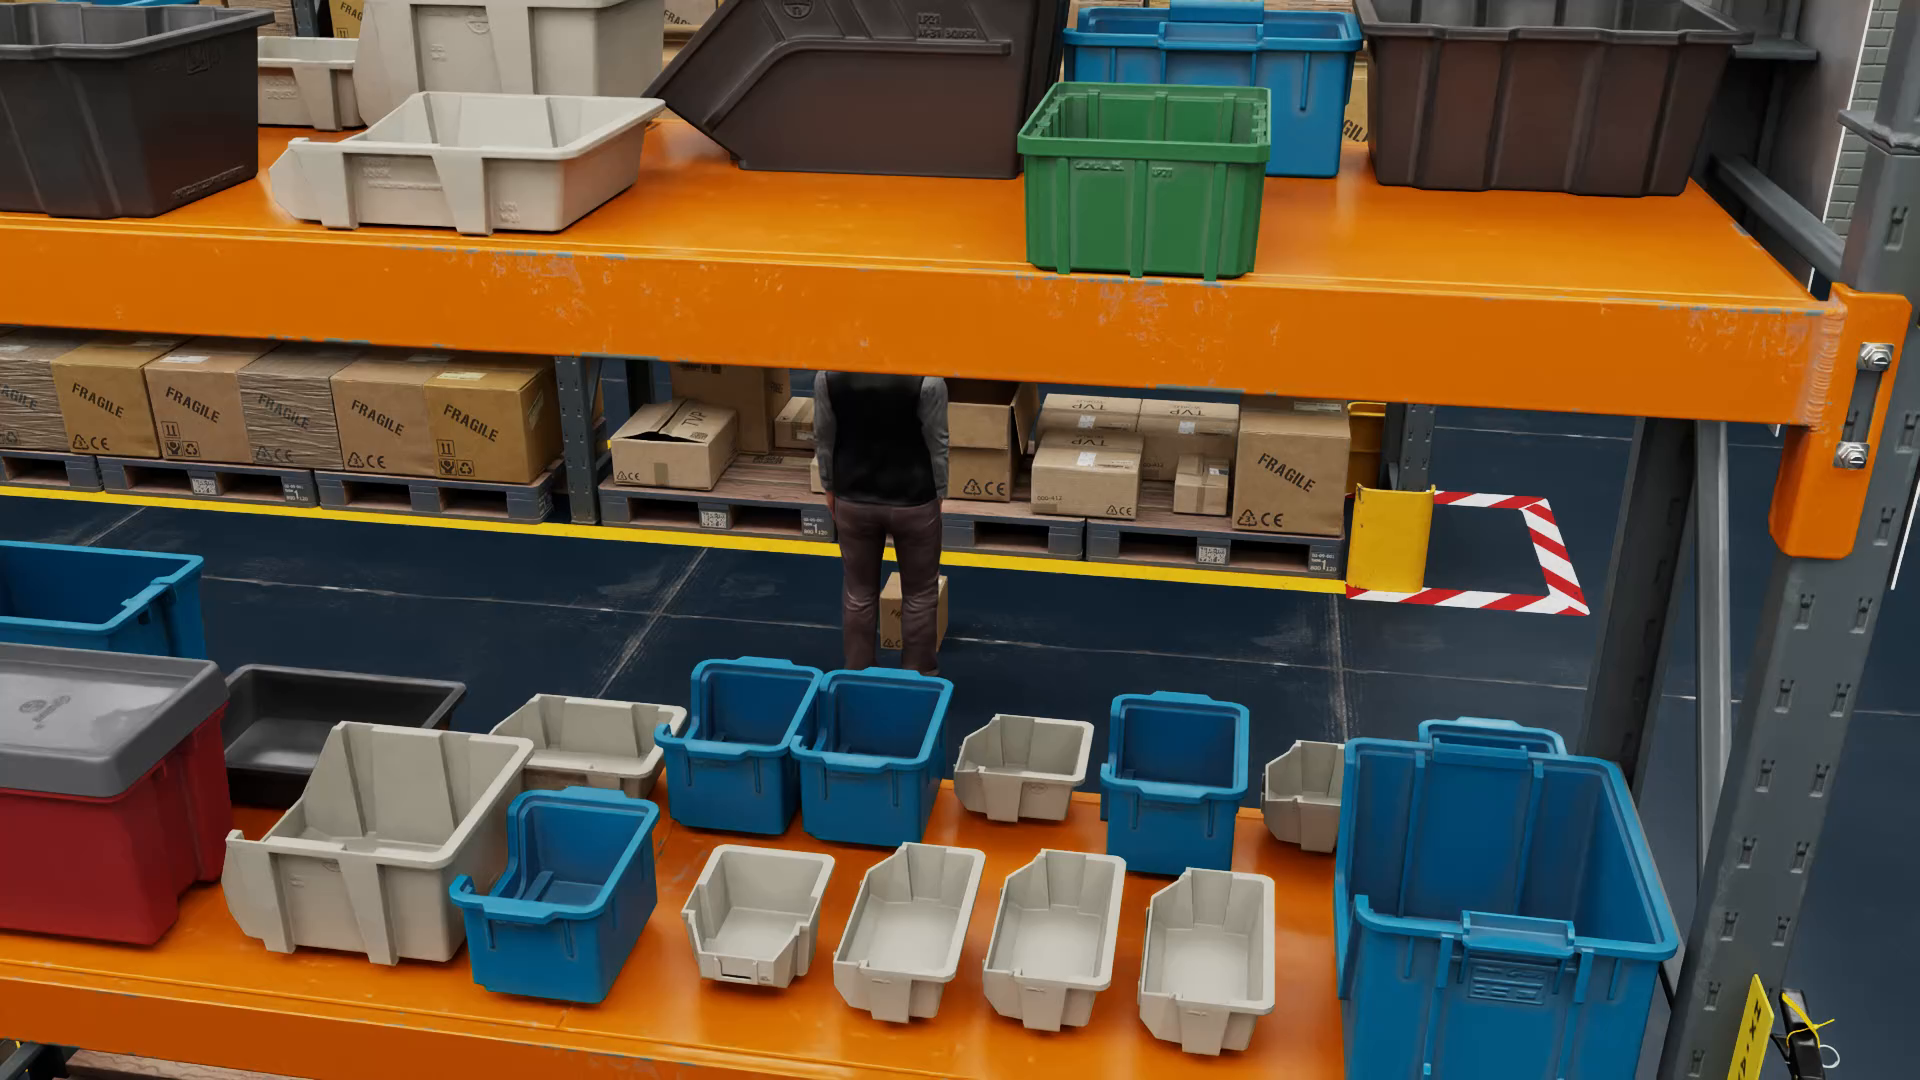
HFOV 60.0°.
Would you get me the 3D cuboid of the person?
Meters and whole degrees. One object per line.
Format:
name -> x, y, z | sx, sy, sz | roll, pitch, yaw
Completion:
person -> -0.297, -0.153, 6.482 | 0.533, 1.721, 0.360 | 5, 25, 10
